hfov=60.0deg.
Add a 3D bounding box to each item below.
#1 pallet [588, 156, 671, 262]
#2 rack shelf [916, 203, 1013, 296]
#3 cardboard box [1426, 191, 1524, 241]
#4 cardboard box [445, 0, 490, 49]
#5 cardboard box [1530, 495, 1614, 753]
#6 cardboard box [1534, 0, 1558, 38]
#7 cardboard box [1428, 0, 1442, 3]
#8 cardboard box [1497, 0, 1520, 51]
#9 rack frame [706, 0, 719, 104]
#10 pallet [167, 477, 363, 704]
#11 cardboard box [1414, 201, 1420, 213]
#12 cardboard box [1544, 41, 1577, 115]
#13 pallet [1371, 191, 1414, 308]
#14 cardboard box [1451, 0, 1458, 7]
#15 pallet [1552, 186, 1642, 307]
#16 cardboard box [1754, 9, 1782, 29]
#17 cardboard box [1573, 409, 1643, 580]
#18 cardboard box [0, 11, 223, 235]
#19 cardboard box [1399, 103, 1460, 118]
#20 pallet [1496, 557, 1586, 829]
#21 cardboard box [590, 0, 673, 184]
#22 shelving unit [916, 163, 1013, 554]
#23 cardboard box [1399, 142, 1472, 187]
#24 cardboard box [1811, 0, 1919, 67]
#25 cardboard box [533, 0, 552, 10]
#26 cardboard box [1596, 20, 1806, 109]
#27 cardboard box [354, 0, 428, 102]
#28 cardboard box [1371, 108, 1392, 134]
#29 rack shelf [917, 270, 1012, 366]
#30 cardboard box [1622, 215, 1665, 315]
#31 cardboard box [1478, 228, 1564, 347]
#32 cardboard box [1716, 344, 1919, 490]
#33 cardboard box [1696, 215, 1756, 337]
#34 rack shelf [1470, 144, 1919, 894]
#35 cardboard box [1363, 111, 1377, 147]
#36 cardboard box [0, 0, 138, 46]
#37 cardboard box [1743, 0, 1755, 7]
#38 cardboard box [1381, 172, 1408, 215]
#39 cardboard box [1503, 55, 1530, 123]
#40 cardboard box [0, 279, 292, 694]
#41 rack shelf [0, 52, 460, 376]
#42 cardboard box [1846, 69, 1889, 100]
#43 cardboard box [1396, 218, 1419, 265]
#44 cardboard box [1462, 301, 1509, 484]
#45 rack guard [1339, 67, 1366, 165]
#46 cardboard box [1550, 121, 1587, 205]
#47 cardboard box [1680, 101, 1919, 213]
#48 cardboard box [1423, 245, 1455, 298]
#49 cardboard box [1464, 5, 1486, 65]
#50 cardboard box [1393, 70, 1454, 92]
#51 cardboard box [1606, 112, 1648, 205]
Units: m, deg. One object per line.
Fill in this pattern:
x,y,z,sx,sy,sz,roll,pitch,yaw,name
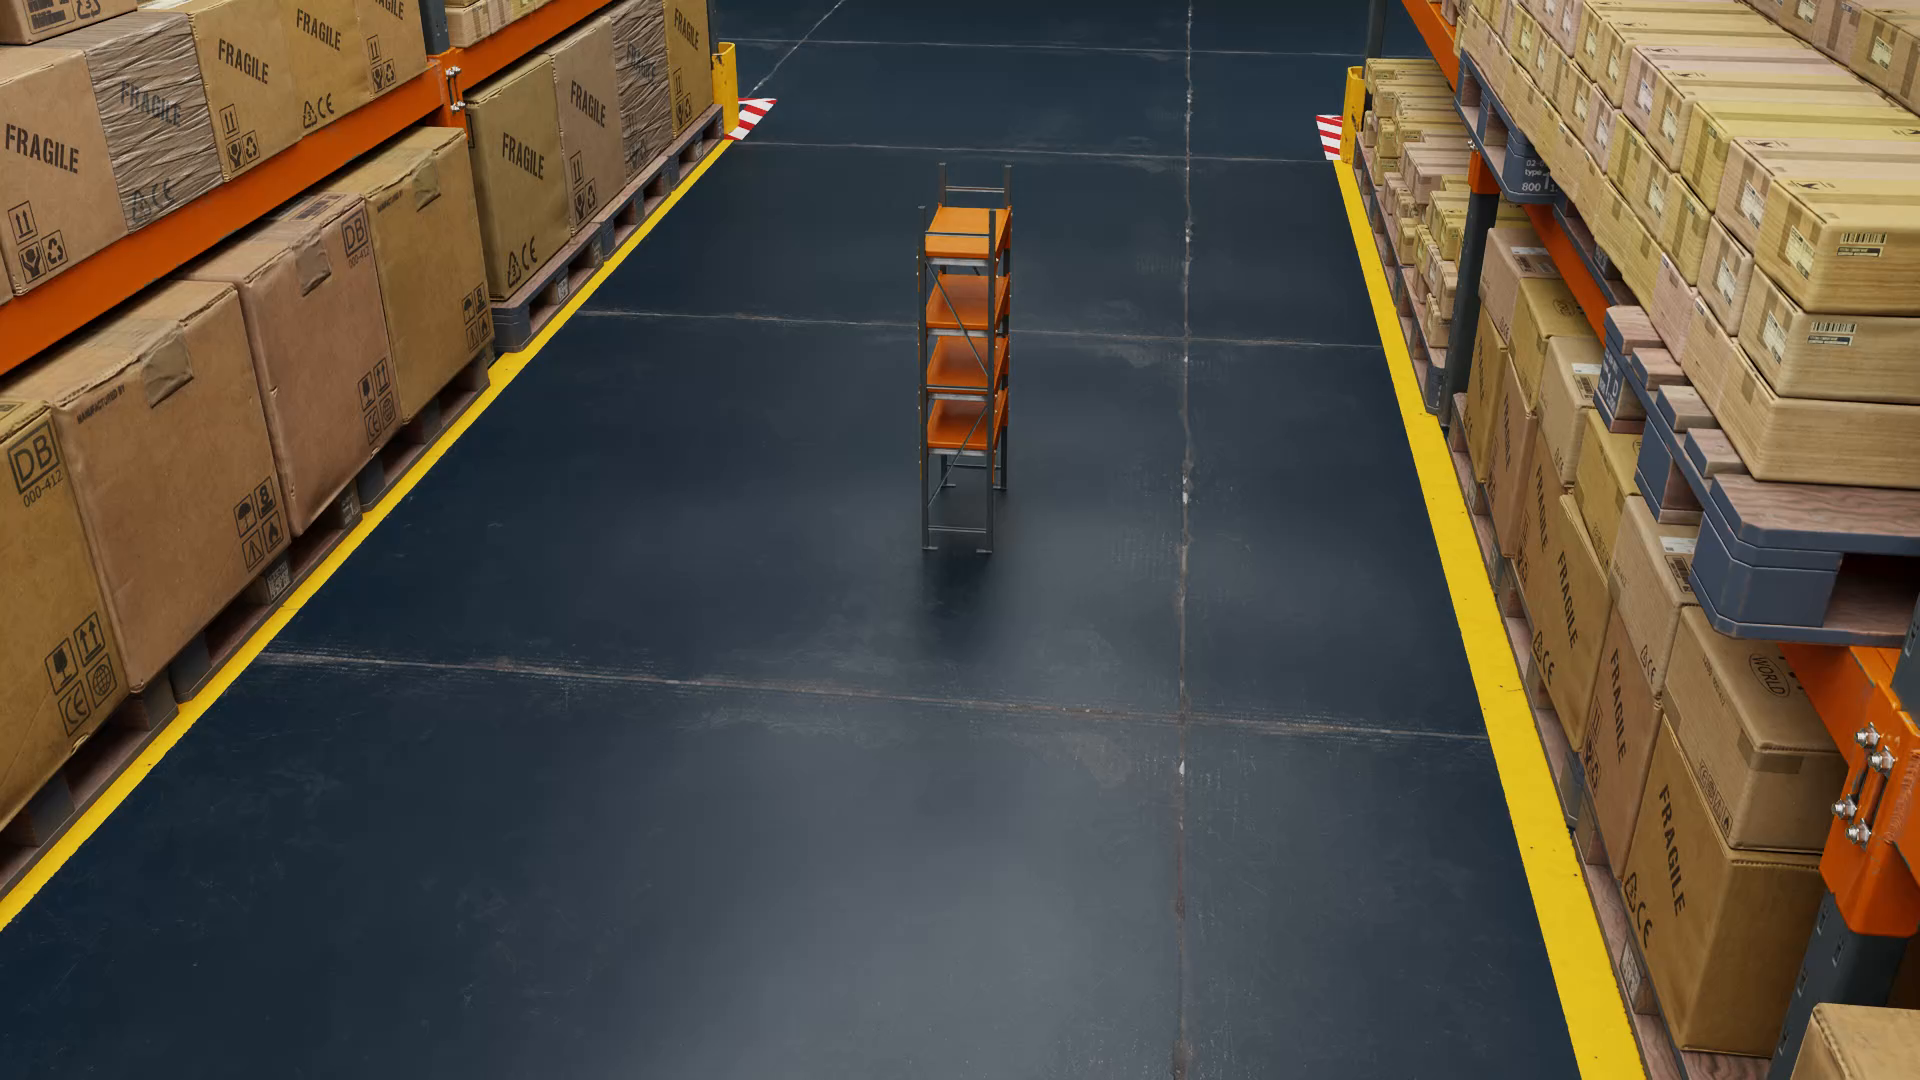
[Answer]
-2.192,-1.795,8.859,1.003,0.211,1.213,3,28,6,pallet
0.020,-0.952,5.424,0.258,0.148,0.480,3,28,6,rack shelf
2.201,-1.372,7.070,0.380,0.149,0.250,3,28,6,cardboard box
-2.144,-2.102,6.755,0.380,0.149,0.250,3,29,6,cardboard box
1.847,0.222,4.368,0.500,0.500,0.500,2,28,4,cardboard box
1.770,-1.445,4.464,0.380,0.149,0.250,3,28,6,cardboard box
2.323,-2.535,7.558,0.380,0.149,0.250,4,29,7,cardboard box
1.835,-1.560,4.992,0.380,0.149,0.250,4,29,7,cardboard box
-2.020,-3.976,9.968,1.000,3.000,0.127,3,28,6,rack frame
-2.677,0.078,5.383,1.003,0.211,1.213,3,28,6,pallet
2.352,-1.598,7.804,0.380,0.149,0.250,2,28,4,cardboard box
1.740,-1.186,4.297,0.380,0.149,0.250,3,28,5,cardboard box
2.594,-1.424,8.170,1.003,0.211,1.213,3,28,6,pallet
2.244,-2.421,6.662,0.500,0.500,0.500,3,28,5,cardboard box
2.112,-0.724,4.134,1.003,0.211,1.213,3,28,6,pallet
2.454,-1.394,4.684,0.380,0.149,0.250,2,28,5,cardboard box
1.863,-0.103,4.180,0.500,0.250,0.500,4,29,7,cardboard box
-2.487,-1.187,4.685,0.500,0.500,0.500,3,29,6,cardboard box
2.425,-2.106,8.432,0.380,0.149,0.250,4,29,8,cardboard box
2.159,0.413,4.761,1.003,0.211,1.213,3,28,6,pallet
-2.130,-2.491,9.009,0.875,0.875,0.875,3,28,6,cardboard box
0.020,-0.606,5.610,0.258,1.200,0.503,3,28,6,shelving unit
2.272,-1.750,7.771,0.380,0.149,0.250,2,28,4,cardboard box
2.384,-1.280,4.158,0.380,0.149,0.250,2,28,4,cardboard box
-2.049,-2.474,7.445,0.380,0.149,0.250,3,28,5,cardboard box
1.676,-1.077,3.781,0.380,0.149,0.250,5,29,9,cardboard box
-2.296,-1.901,6.011,0.500,0.500,0.500,3,29,6,cardboard box
2.482,-2.344,9.187,0.380,0.149,0.250,3,28,6,cardboard box
0.020,-0.744,5.536,0.258,0.148,0.480,3,28,6,rack shelf
1.612,-0.563,3.454,0.380,0.149,0.250,3,28,6,cardboard box
2.048,-0.839,5.548,0.500,0.250,0.500,2,28,4,cardboard box
1.514,-0.208,2.795,0.380,0.149,0.250,4,29,7,cardboard box
1.550,-0.464,2.958,0.380,0.149,0.250,4,29,8,cardboard box
2.155,-0.499,4.272,1.077,0.370,4.000,3,28,6,rack shelf
2.508,-2.342,9.498,0.380,0.149,0.250,4,29,7,cardboard box
-2.736,-1.662,4.509,0.797,0.503,0.637,4,29,8,cardboard box
2.479,-1.645,4.836,0.380,0.149,0.250,2,28,5,cardboard box
2.340,-1.745,8.389,0.380,0.149,0.250,2,28,4,cardboard box
1.801,-1.307,4.835,0.380,0.149,0.250,4,29,7,cardboard box
-2.778,-0.203,4.761,1.225,0.875,0.875,3,29,6,cardboard box
-2.755,-0.835,4.896,1.077,0.370,4.000,3,28,6,rack shelf
2.354,-1.029,4.006,0.380,0.149,0.250,4,29,8,cardboard box
2.237,-1.379,7.710,0.380,0.149,0.250,3,28,6,cardboard box
2.047,-0.509,5.726,0.500,0.500,0.500,4,29,8,cardboard box
2.881,-2.504,9.871,1.175,0.500,0.348,3,28,6,rack guard
1.707,-0.940,4.153,0.380,0.149,0.250,2,28,4,cardboard box
1.580,-0.709,3.099,0.380,0.149,0.250,4,29,8,cardboard box
2.144,-1.113,6.903,0.380,0.149,0.250,2,28,4,cardboard box
1.896,-1.673,5.515,0.380,0.149,0.250,2,28,4,cardboard box
2.575,-2.468,9.105,0.380,0.149,0.250,4,29,7,cardboard box
1.643,-0.823,3.624,0.380,0.149,0.250,3,28,6,cardboard box
